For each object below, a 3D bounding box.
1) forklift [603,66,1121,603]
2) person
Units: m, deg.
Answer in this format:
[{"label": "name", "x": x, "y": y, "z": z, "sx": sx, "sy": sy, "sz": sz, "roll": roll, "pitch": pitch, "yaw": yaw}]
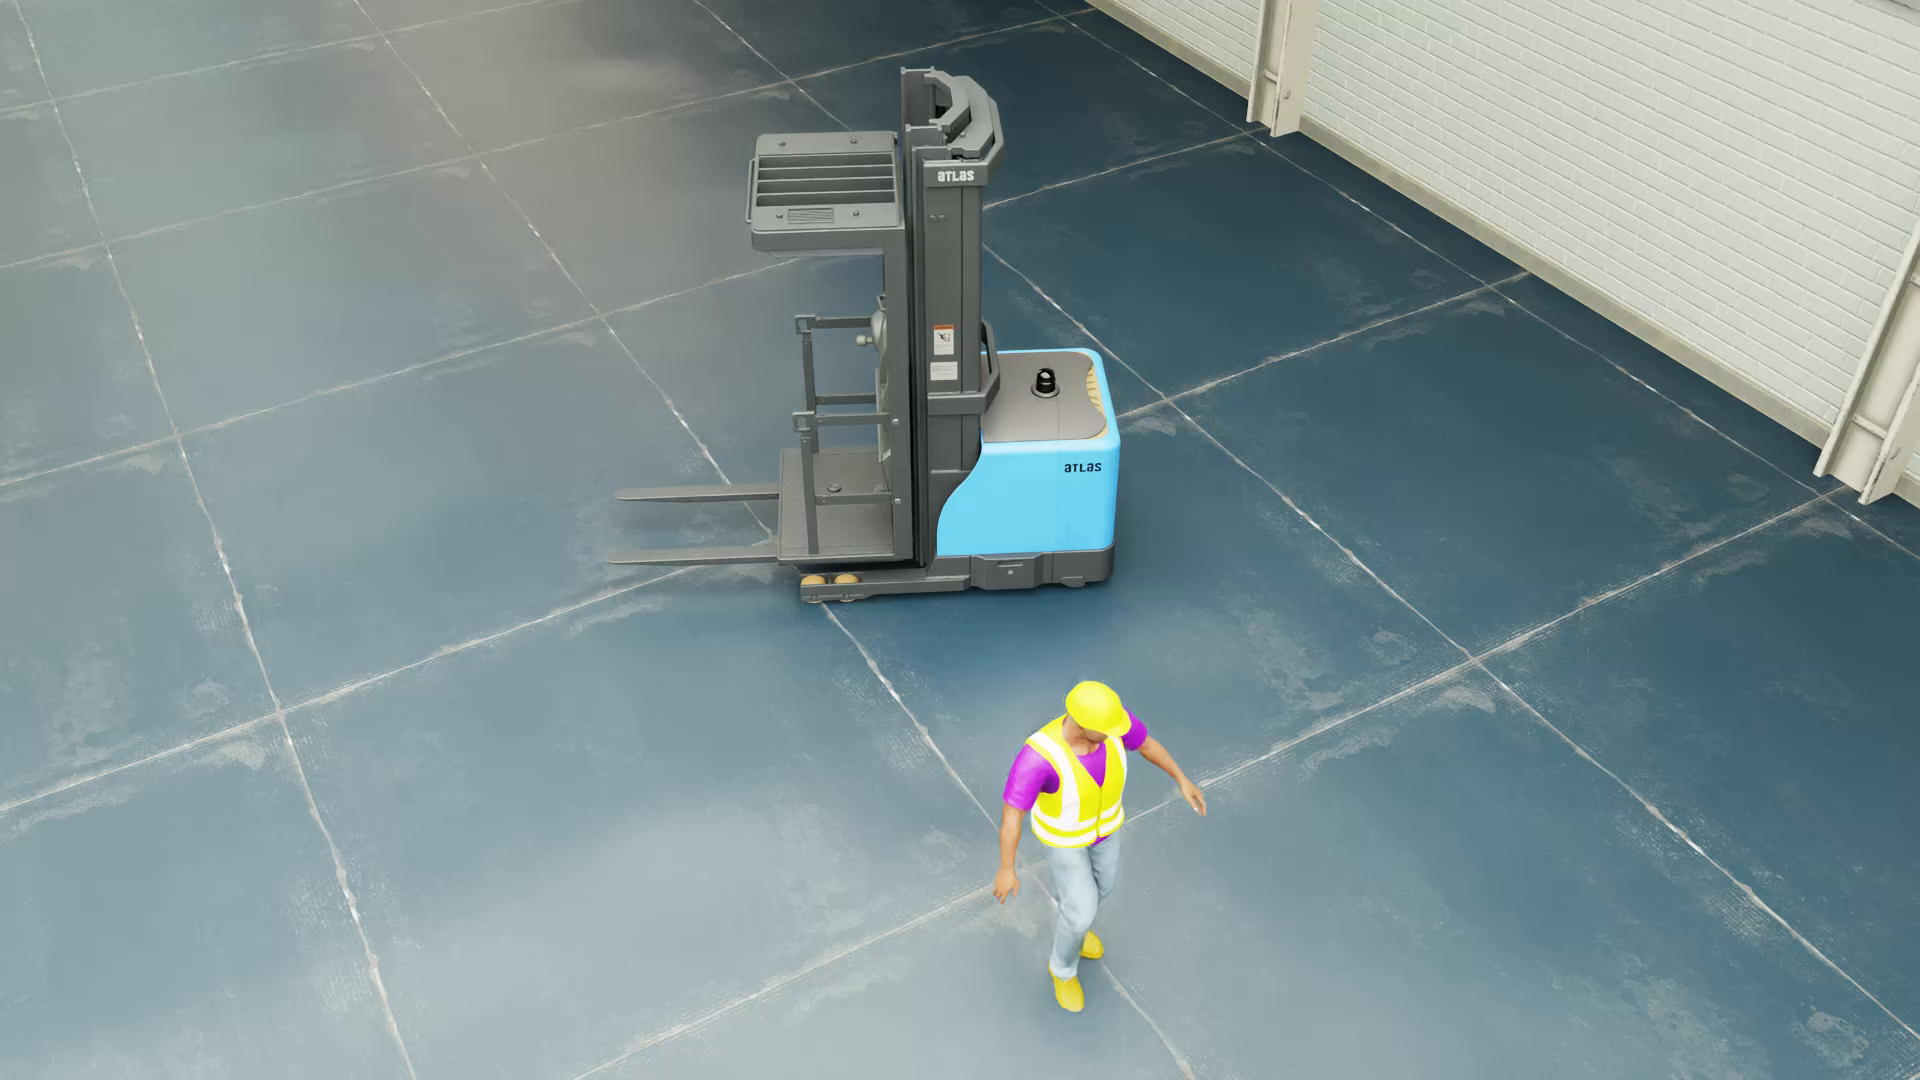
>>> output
[{"label": "forklift", "x": -0.618, "y": -1.103, "z": 9.366, "sx": 3.031, "sy": 2.935, "sz": 1.130, "roll": -2, "pitch": 40, "yaw": -3}, {"label": "person", "x": 0.570, "y": 1.332, "z": 7.400, "sx": 1.004, "sy": 1.792, "sz": 0.533, "roll": -22, "pitch": 45, "yaw": -25}]
